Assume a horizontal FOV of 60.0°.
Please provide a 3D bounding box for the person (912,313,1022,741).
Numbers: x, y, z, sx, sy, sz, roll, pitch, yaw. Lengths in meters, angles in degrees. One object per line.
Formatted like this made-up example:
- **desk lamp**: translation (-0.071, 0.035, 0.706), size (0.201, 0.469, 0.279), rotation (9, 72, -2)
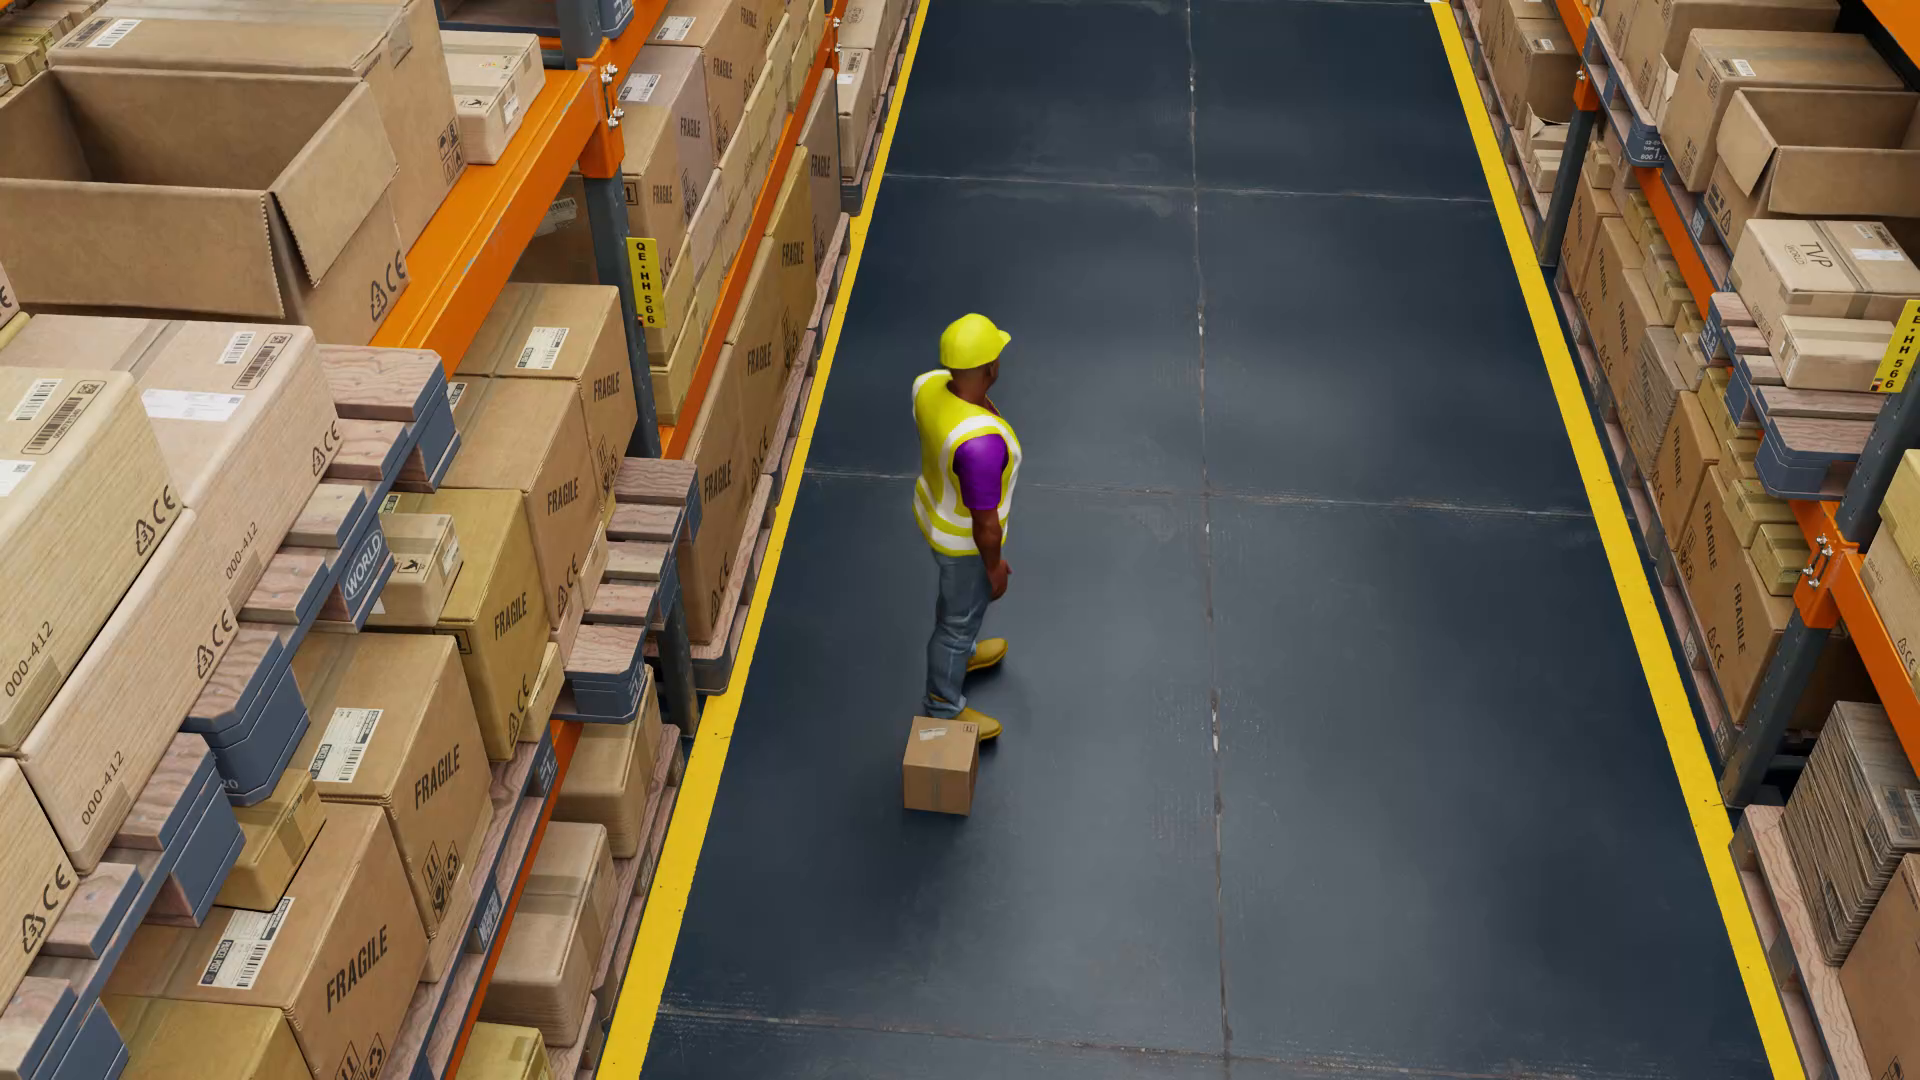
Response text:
- **person**: translation (0.038, -0.060, 6.167), size (0.448, 1.767, 0.610), rotation (-11, 41, -13)
